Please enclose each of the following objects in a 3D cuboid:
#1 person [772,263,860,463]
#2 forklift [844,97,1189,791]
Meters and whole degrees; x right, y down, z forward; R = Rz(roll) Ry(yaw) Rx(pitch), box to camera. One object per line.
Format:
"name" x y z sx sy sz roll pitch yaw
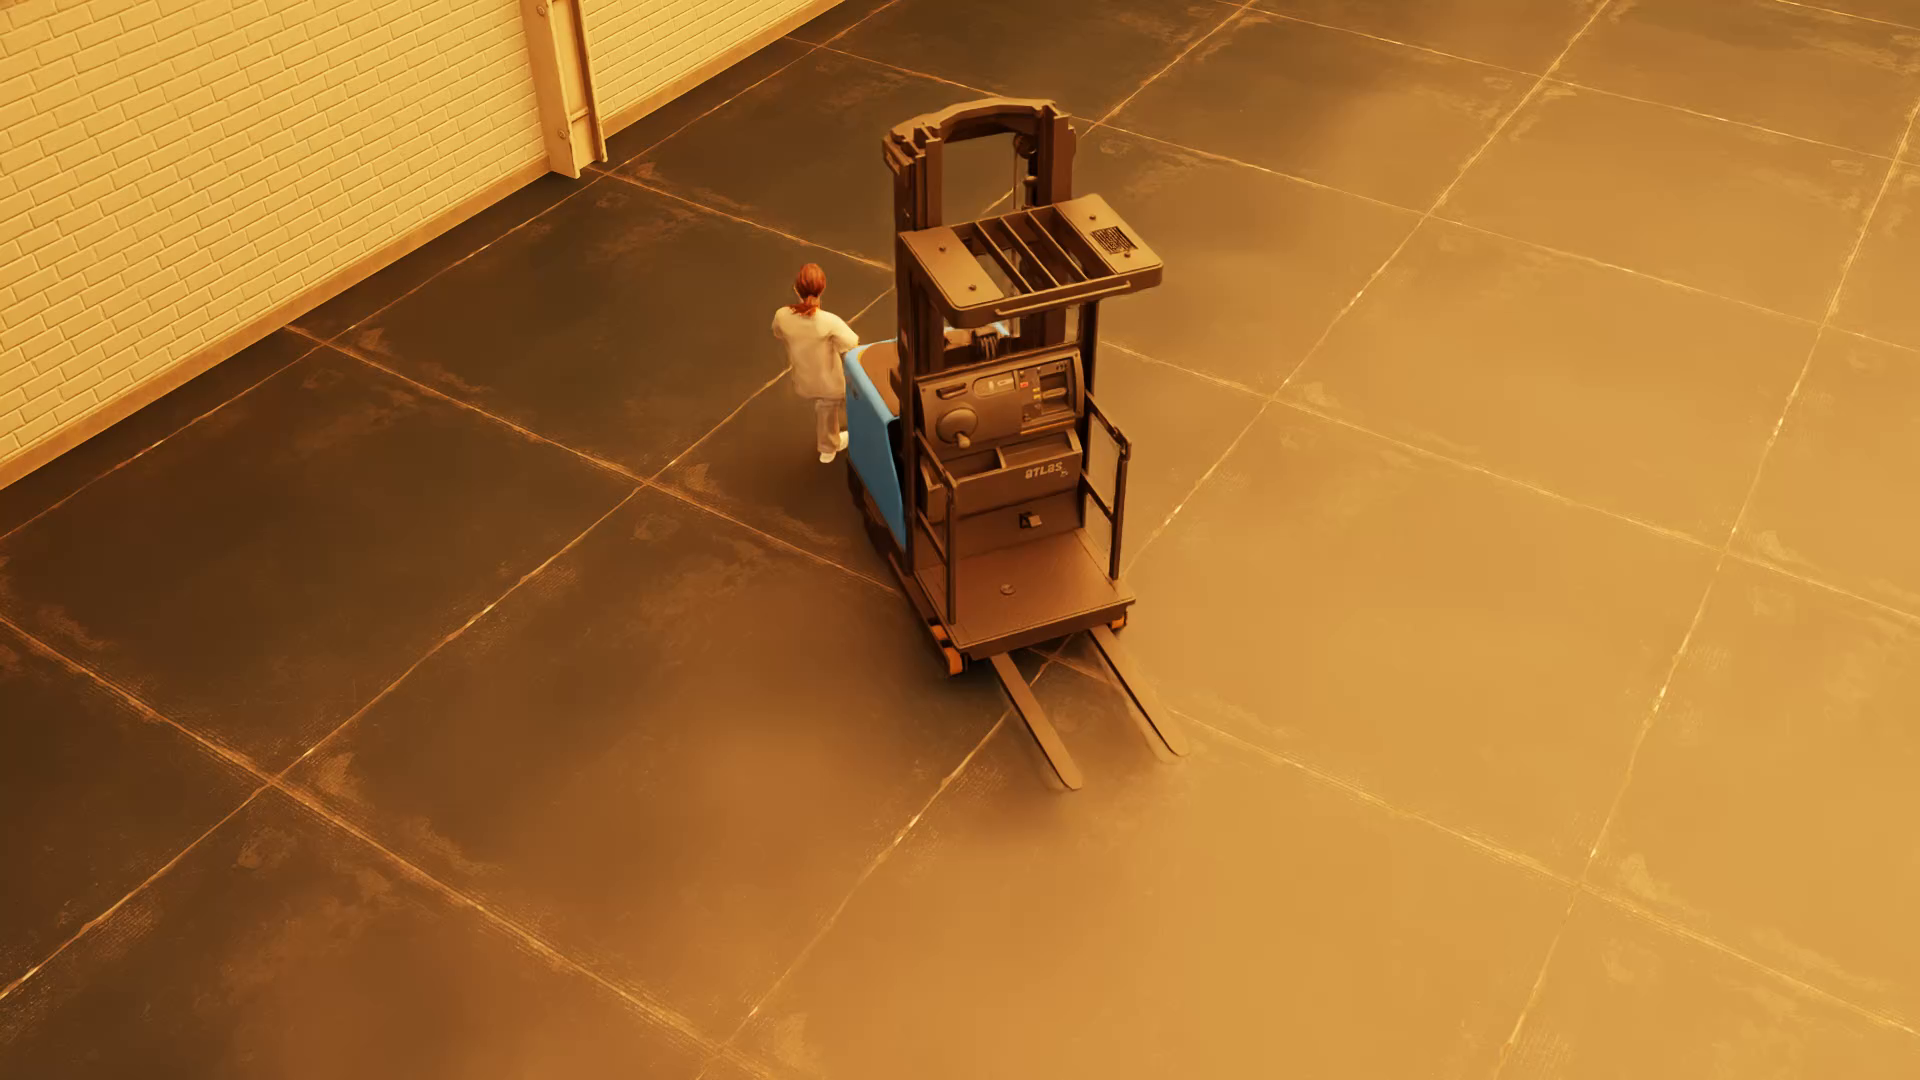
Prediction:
"person" -0.806 -1.067 10.368 0.680 1.578 0.618 9 41 11
"forklift" 0.311 -0.672 8.760 1.130 2.935 3.031 -15 42 -17
